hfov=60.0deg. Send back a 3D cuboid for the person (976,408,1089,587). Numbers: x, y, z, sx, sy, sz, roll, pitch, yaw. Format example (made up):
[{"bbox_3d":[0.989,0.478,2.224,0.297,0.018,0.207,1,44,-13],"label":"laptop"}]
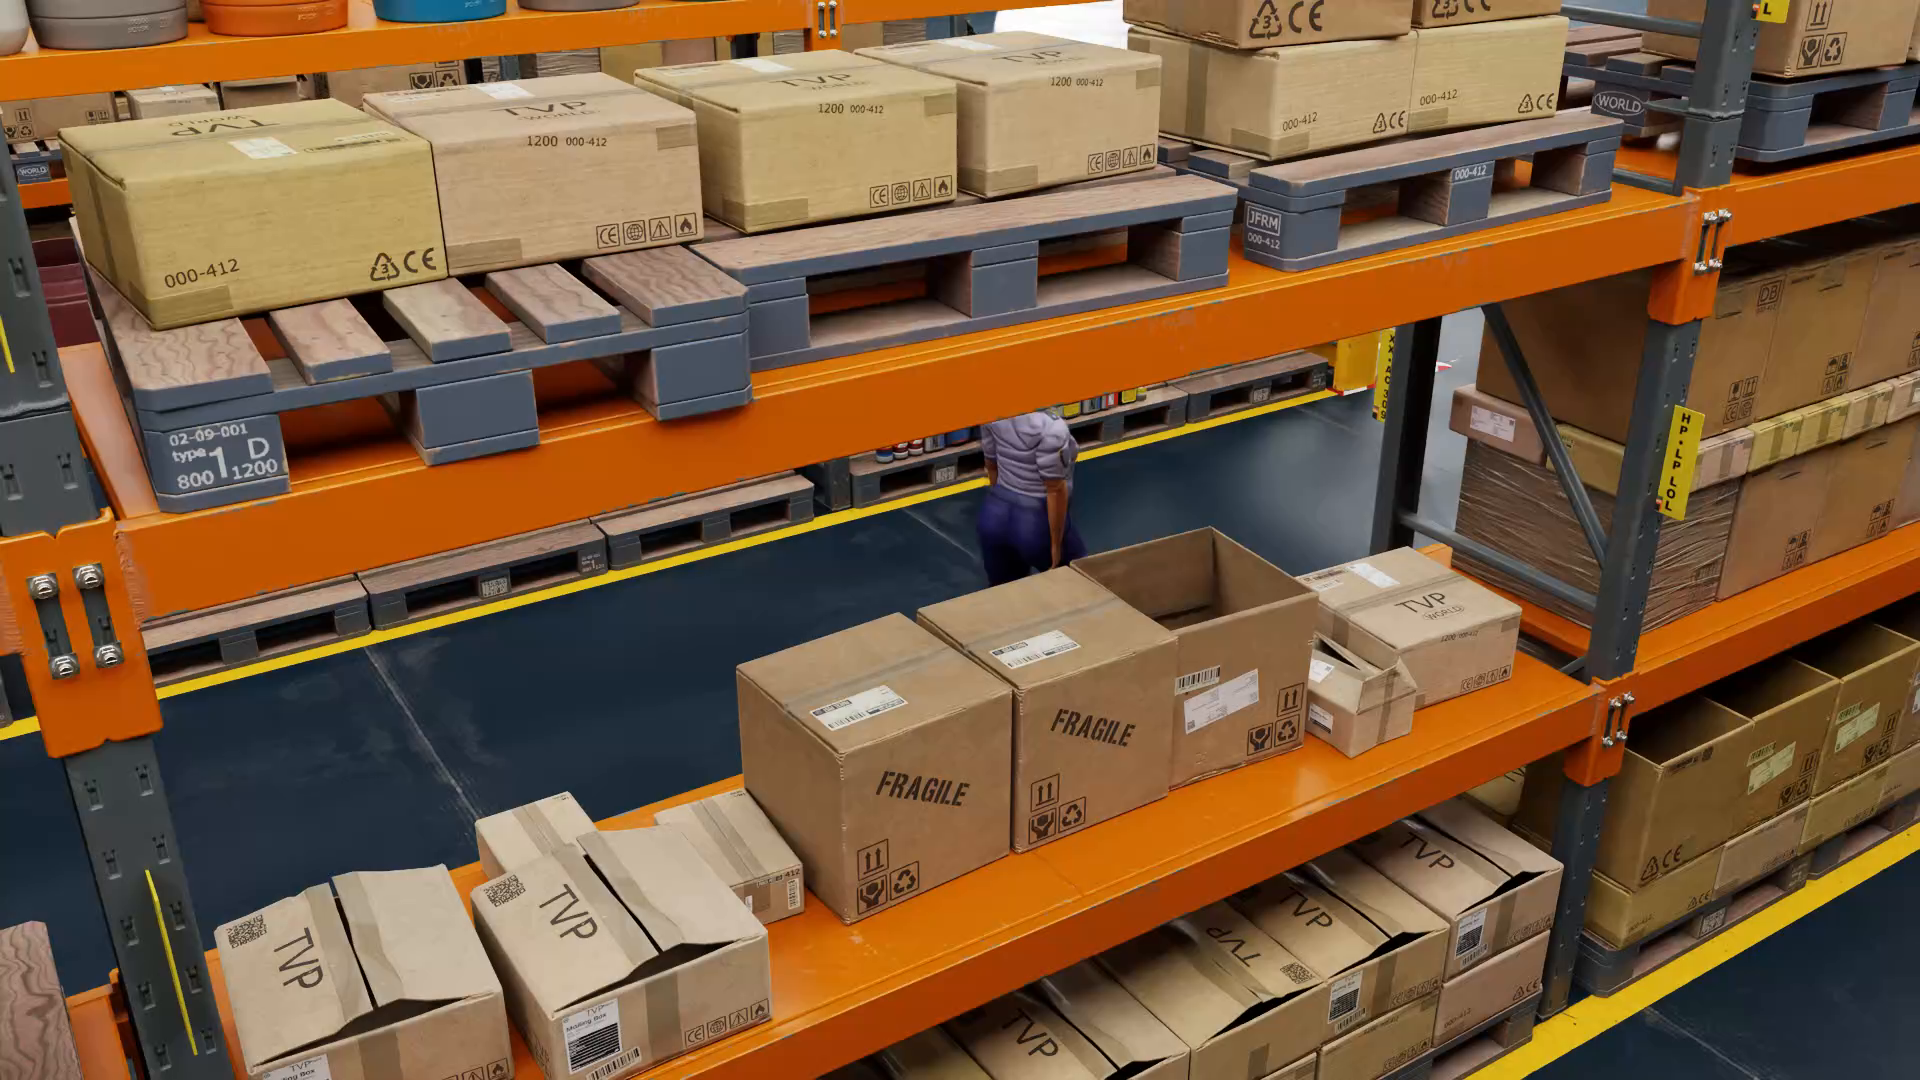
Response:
[{"bbox_3d":[0.308,-0.035,7.207,0.487,1.696,0.484,18,31,33],"label":"person"}]
